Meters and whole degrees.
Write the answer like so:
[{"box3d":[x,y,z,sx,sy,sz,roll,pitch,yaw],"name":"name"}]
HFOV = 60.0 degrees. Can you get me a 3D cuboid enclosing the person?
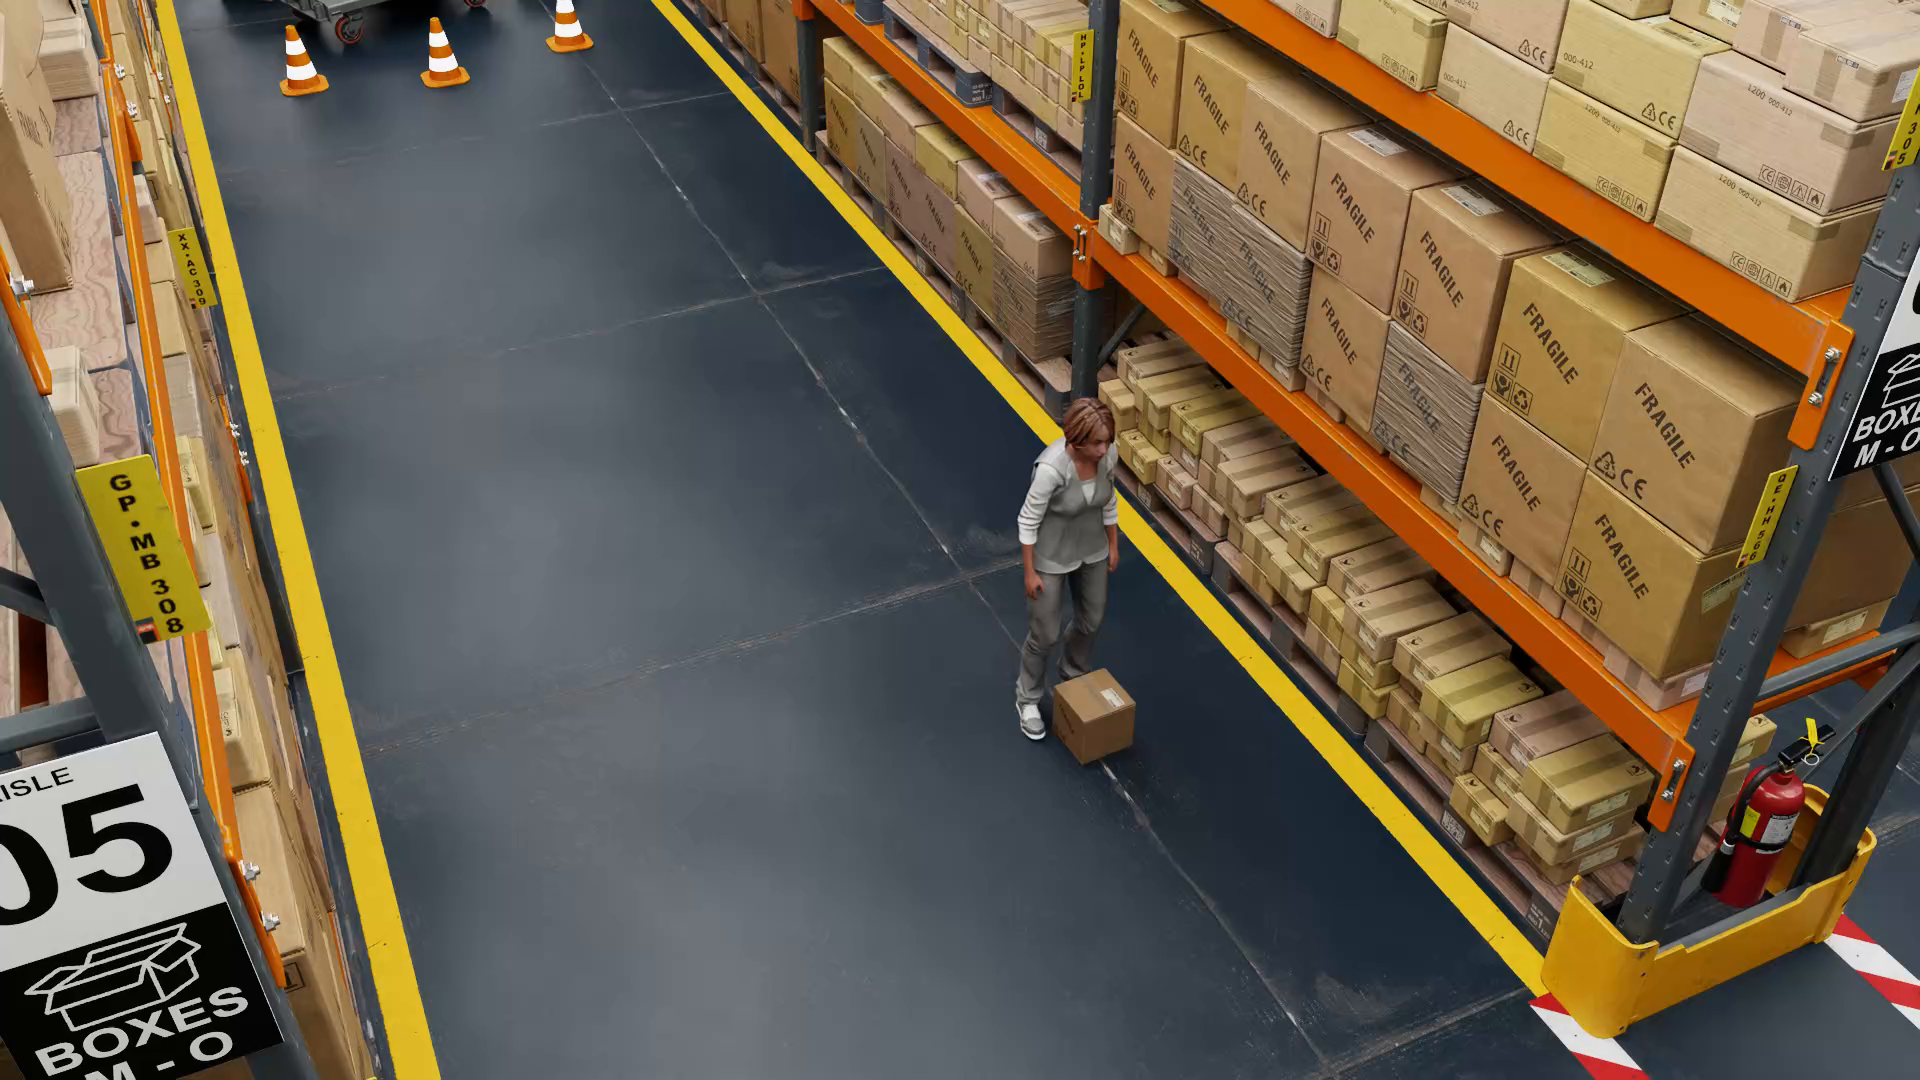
[{"box3d":[0.440,0.089,6.757,0.481,1.580,0.346,-19,42,-23],"name":"person"}]
